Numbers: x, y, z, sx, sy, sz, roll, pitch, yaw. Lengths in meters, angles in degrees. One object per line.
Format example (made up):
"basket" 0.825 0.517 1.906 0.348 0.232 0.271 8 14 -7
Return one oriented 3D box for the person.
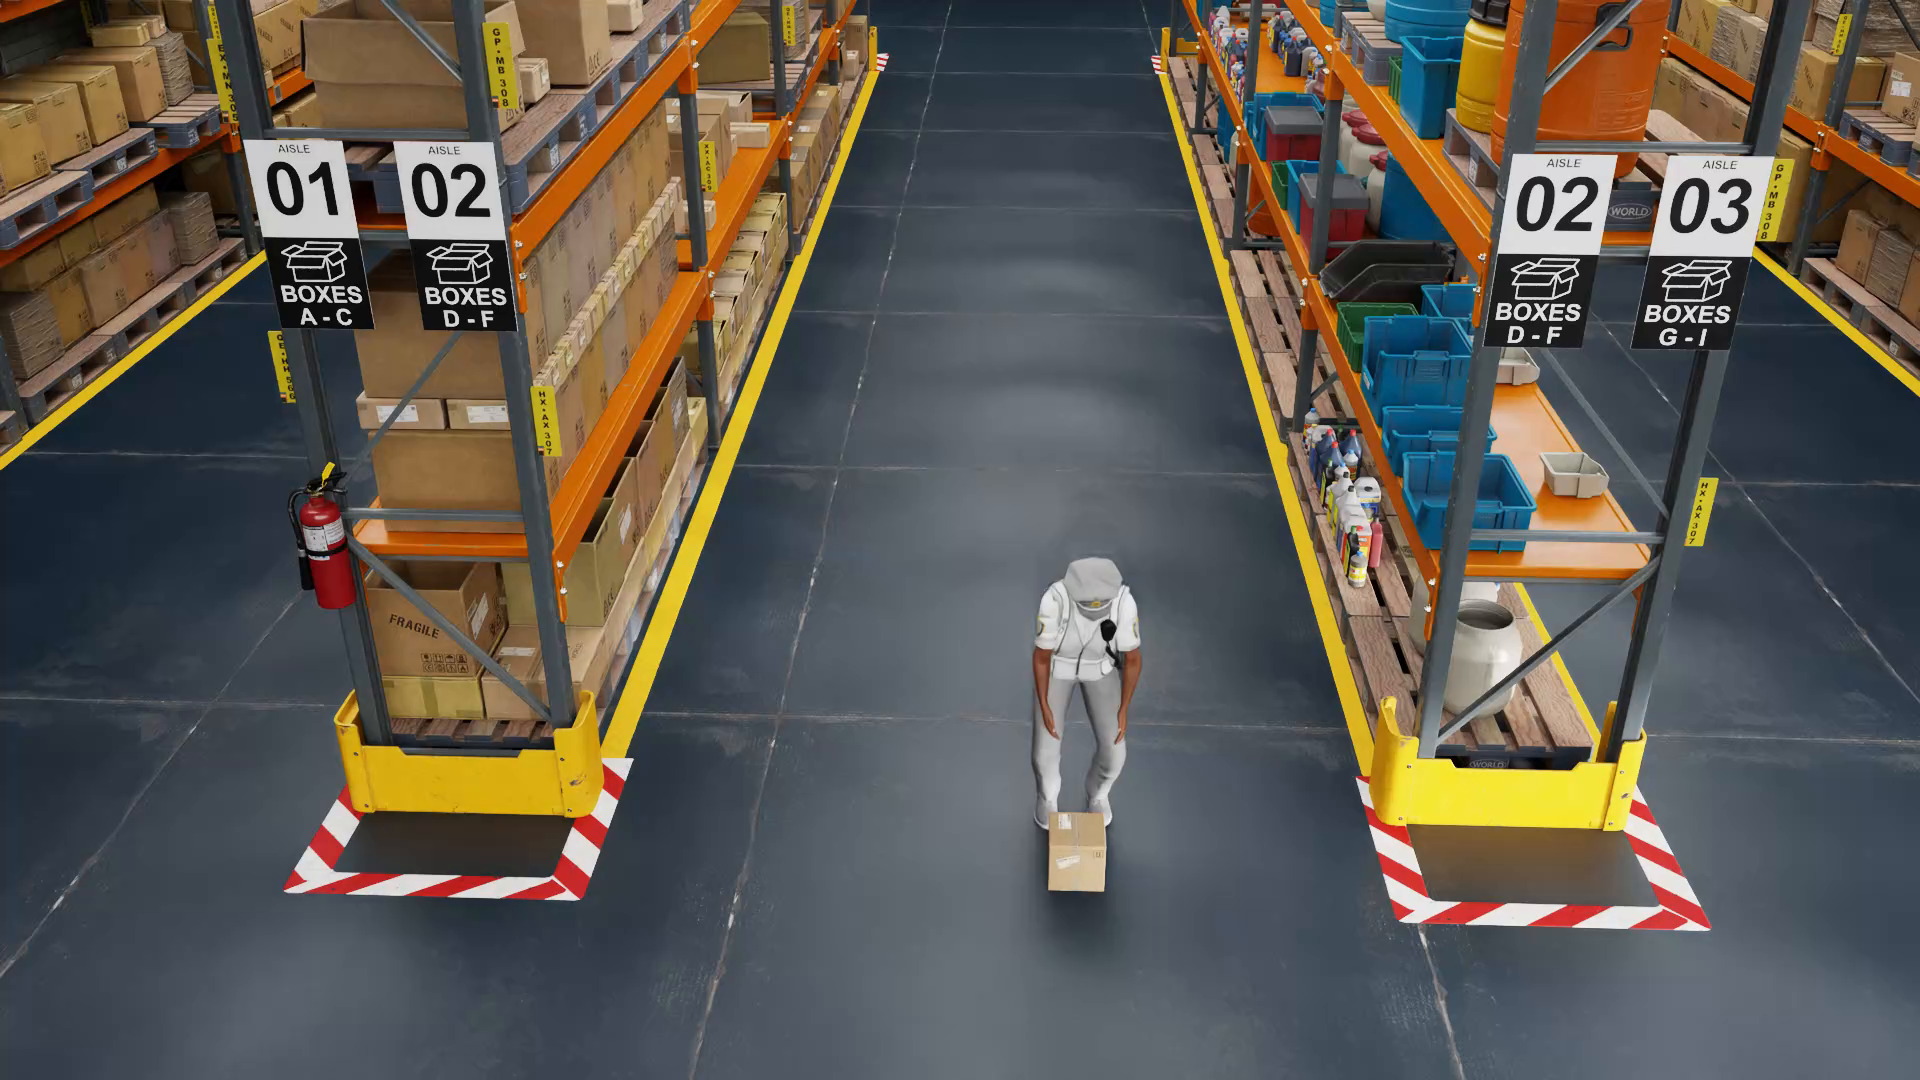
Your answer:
"person" 0.573 0.673 7.587 0.492 1.464 0.649 1 28 2
